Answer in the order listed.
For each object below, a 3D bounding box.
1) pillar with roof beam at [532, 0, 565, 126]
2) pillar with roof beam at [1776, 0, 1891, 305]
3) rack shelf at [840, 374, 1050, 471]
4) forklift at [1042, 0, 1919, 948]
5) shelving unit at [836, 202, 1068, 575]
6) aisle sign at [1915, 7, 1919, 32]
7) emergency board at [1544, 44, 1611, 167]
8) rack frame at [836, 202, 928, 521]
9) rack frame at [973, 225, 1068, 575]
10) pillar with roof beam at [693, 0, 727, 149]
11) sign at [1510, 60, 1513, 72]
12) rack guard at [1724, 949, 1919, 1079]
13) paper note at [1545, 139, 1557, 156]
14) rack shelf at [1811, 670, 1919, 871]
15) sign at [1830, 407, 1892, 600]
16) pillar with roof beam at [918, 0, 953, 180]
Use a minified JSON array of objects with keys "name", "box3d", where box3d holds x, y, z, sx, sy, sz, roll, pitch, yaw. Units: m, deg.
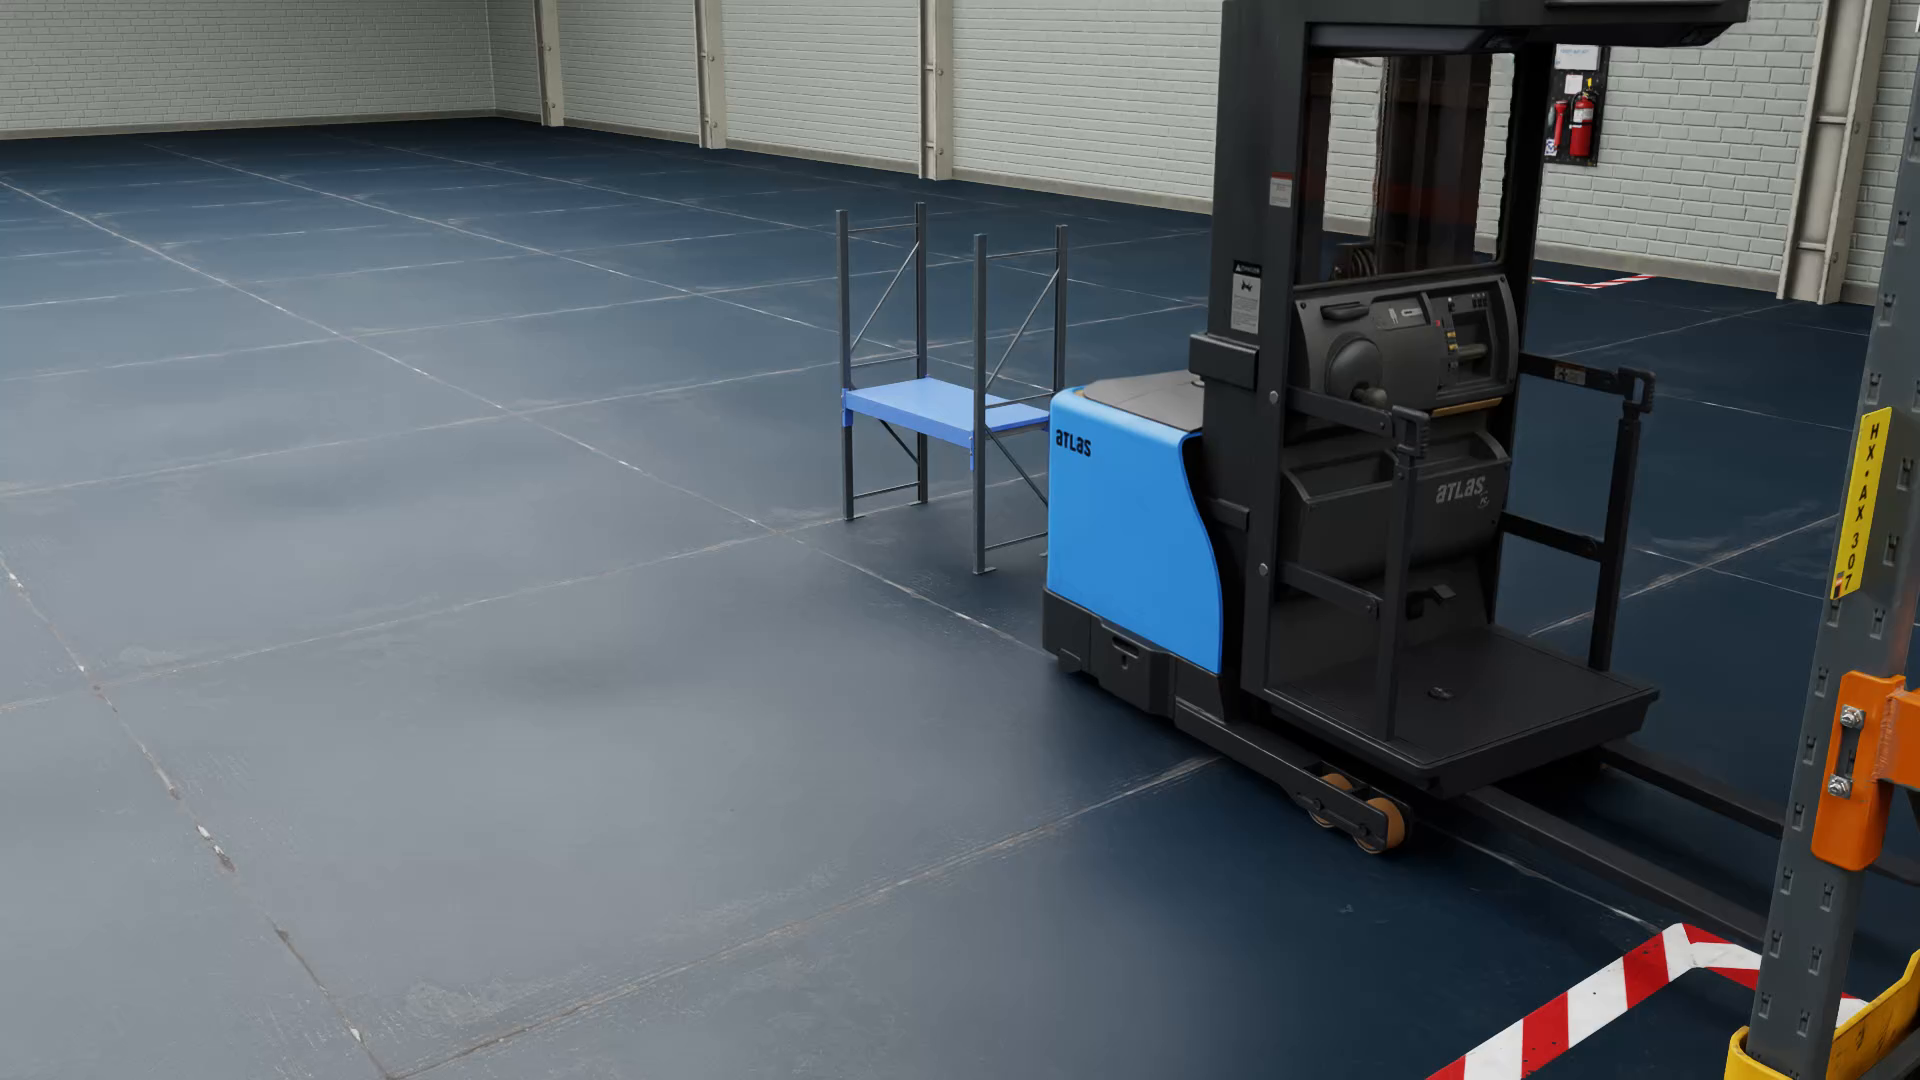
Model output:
[{"name":"pillar with roof beam","box3d":[-11.153,-11.366,27.871,9.100,9.000,0.400,-14,23,-36]},{"name":"pillar with roof beam","box3d":[3.748,-5.452,10.011,9.100,9.000,0.400,-14,23,-36]},{"name":"rack shelf","box3d":[-0.053,-0.562,7.747,0.538,0.185,1.000,-14,23,-36]},{"name":"forklift","box3d":[1.529,-0.615,5.056,1.130,2.935,3.031,-11,21,-31]},{"name":"shelving unit","box3d":[-0.053,-0.733,7.690,0.538,1.500,1.048,-14,23,-36]},{"name":"aisle sign","box3d":[1.695,-1.230,2.671,0.394,0.787,0.004,-14,23,-36]},{"name":"emergency board","box3d":[5.618,-4.060,15.353,0.194,1.169,0.643,-14,23,-36]},{"name":"rack frame","box3d":[-0.369,-0.858,8.068,0.500,1.500,0.032,-14,23,-36]},{"name":"rack frame","box3d":[0.263,-0.608,7.312,0.500,1.500,0.032,-14,23,-36]},{"name":"pillar with roof beam","box3d":[-7.428,-9.887,23.406,9.100,9.000,0.400,-14,23,-36]},{"name":"sign","box3d":[5.352,-4.483,15.728,0.001,0.109,0.331,-14,23,-36]},{"name":"rack guard","box3d":[2.053,1.160,3.563,1.175,0.500,0.348,-14,23,-36]},{"name":"paper note","box3d":[5.562,-3.699,15.664,0.016,0.148,0.142,-14,23,-36]},{"name":"rack shelf","box3d":[3.211,0.799,1.823,1.077,0.370,4.000,-14,23,-36]},{"name":"sign","box3d":[1.535,-0.061,2.834,0.100,0.325,0.005,-14,23,-36]},{"name":"pillar with roof beam","box3d":[-3.703,-8.409,18.941,9.100,9.000,0.400,-14,23,-36]}]
